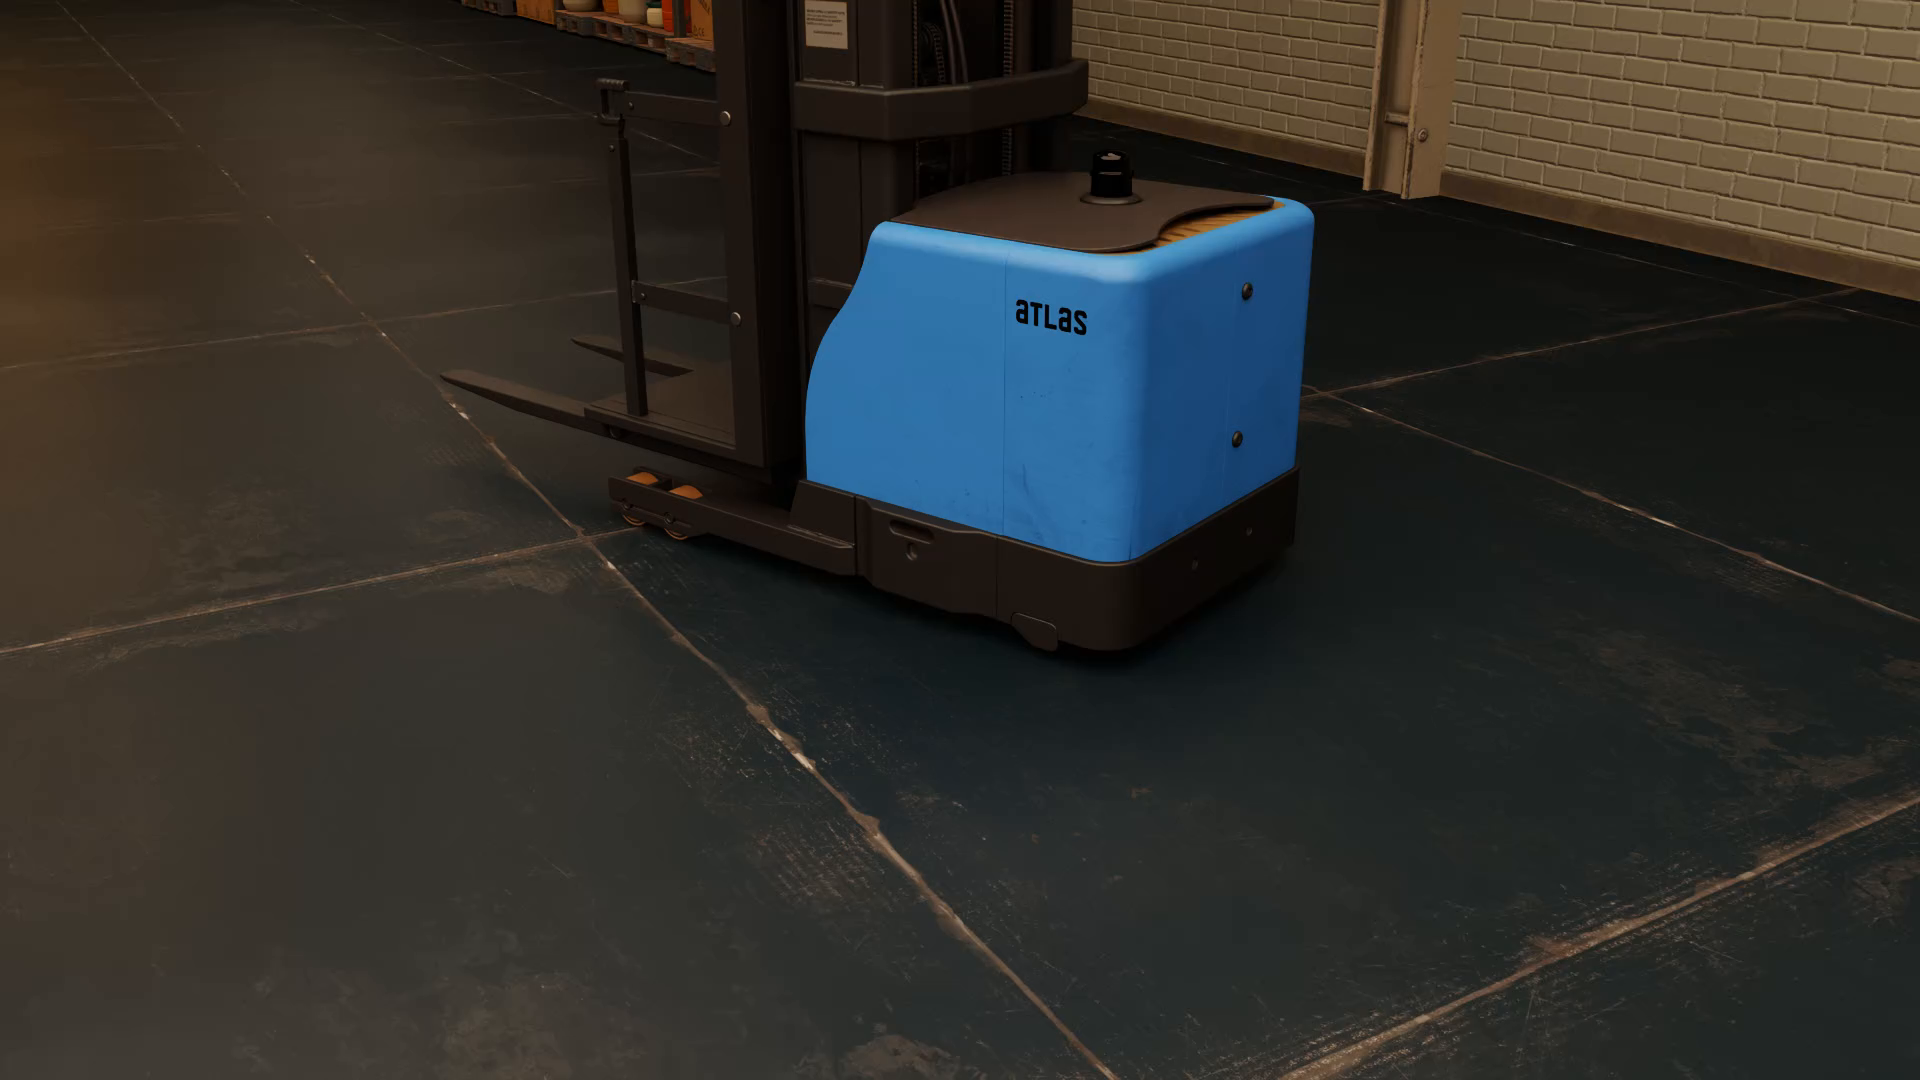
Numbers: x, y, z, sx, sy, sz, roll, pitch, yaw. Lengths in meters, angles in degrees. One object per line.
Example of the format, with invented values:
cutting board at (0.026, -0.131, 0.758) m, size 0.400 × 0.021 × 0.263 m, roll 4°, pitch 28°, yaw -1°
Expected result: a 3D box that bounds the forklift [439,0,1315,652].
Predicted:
forklift at (-0.481, -1.497, 4.922) m, size 3.031 × 2.935 × 1.130 m, roll 16°, pitch 27°, yaw 34°
